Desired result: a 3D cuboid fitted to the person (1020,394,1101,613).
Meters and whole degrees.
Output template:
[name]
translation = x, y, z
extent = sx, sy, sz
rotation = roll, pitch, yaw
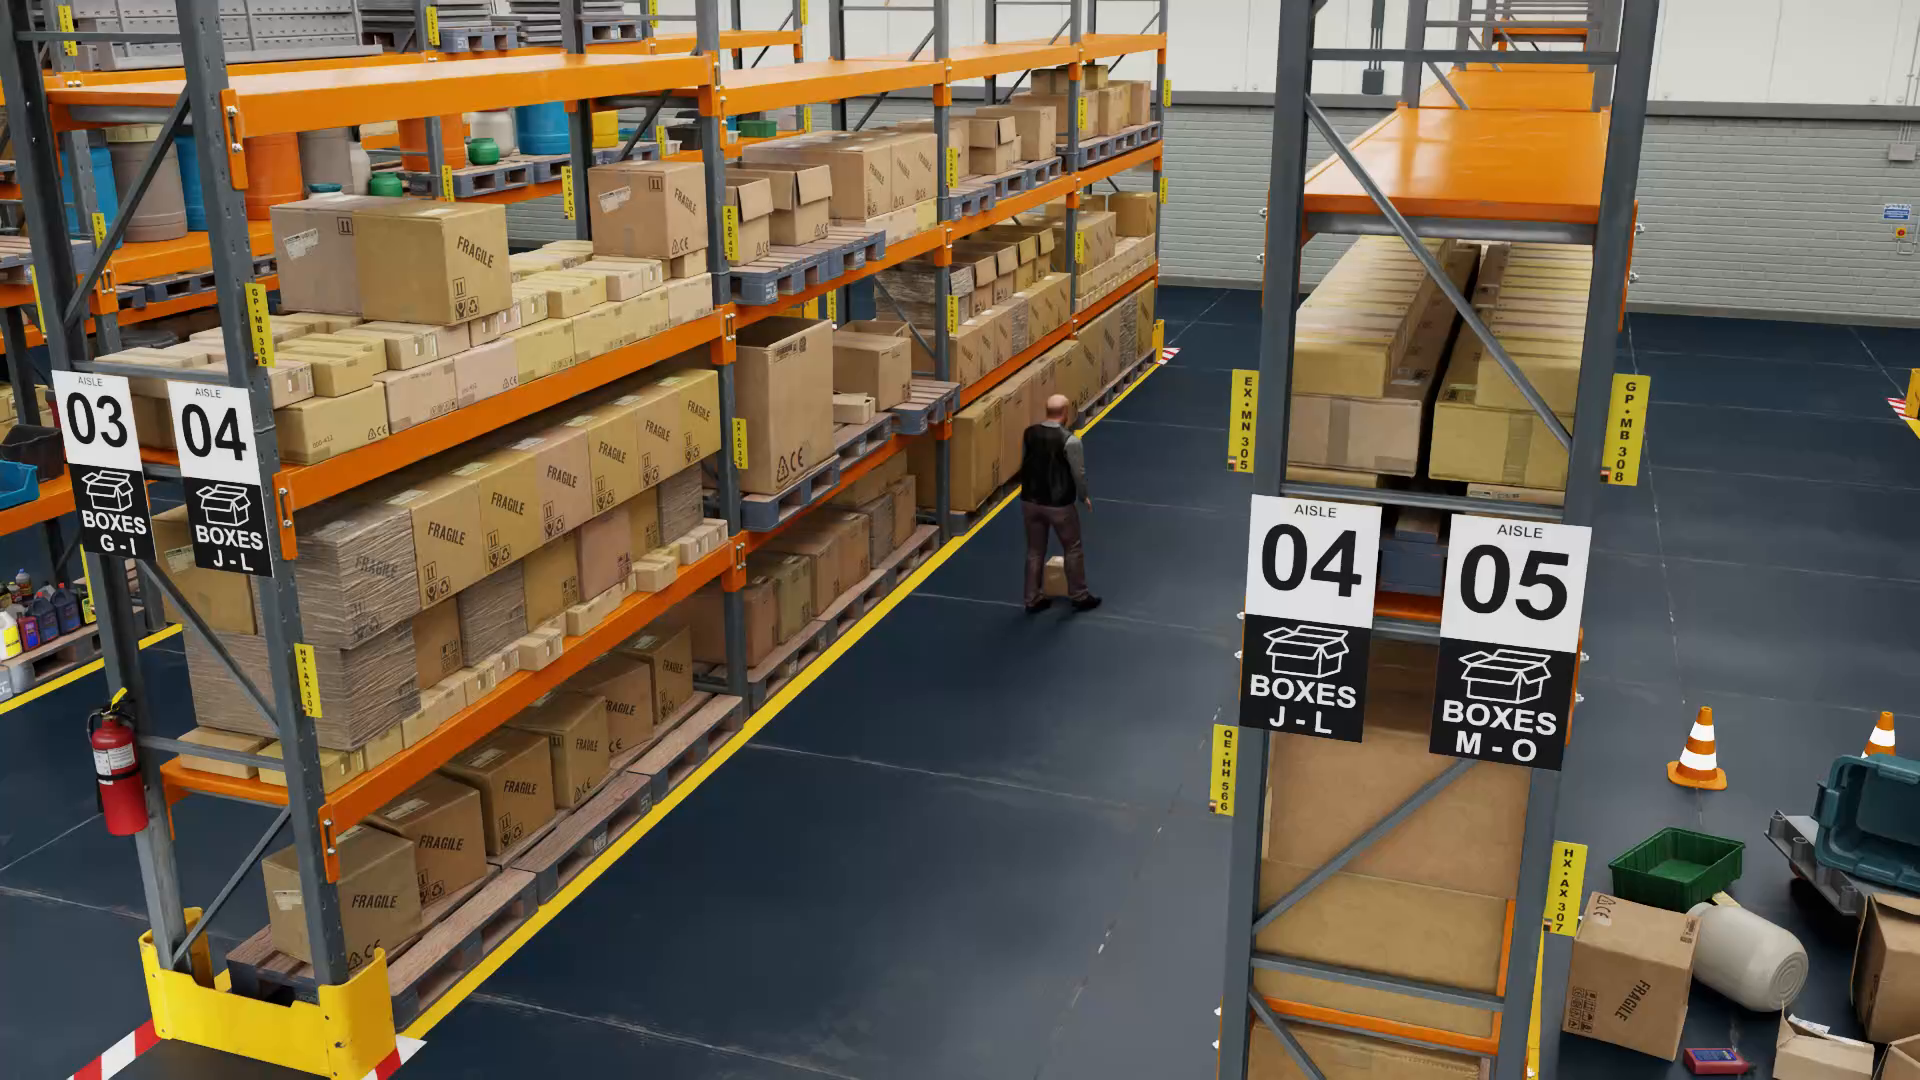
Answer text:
[person]
translation = 0.759, -0.293, 12.932
extent = 0.572, 1.719, 0.560
rotation = 11, 22, 30
